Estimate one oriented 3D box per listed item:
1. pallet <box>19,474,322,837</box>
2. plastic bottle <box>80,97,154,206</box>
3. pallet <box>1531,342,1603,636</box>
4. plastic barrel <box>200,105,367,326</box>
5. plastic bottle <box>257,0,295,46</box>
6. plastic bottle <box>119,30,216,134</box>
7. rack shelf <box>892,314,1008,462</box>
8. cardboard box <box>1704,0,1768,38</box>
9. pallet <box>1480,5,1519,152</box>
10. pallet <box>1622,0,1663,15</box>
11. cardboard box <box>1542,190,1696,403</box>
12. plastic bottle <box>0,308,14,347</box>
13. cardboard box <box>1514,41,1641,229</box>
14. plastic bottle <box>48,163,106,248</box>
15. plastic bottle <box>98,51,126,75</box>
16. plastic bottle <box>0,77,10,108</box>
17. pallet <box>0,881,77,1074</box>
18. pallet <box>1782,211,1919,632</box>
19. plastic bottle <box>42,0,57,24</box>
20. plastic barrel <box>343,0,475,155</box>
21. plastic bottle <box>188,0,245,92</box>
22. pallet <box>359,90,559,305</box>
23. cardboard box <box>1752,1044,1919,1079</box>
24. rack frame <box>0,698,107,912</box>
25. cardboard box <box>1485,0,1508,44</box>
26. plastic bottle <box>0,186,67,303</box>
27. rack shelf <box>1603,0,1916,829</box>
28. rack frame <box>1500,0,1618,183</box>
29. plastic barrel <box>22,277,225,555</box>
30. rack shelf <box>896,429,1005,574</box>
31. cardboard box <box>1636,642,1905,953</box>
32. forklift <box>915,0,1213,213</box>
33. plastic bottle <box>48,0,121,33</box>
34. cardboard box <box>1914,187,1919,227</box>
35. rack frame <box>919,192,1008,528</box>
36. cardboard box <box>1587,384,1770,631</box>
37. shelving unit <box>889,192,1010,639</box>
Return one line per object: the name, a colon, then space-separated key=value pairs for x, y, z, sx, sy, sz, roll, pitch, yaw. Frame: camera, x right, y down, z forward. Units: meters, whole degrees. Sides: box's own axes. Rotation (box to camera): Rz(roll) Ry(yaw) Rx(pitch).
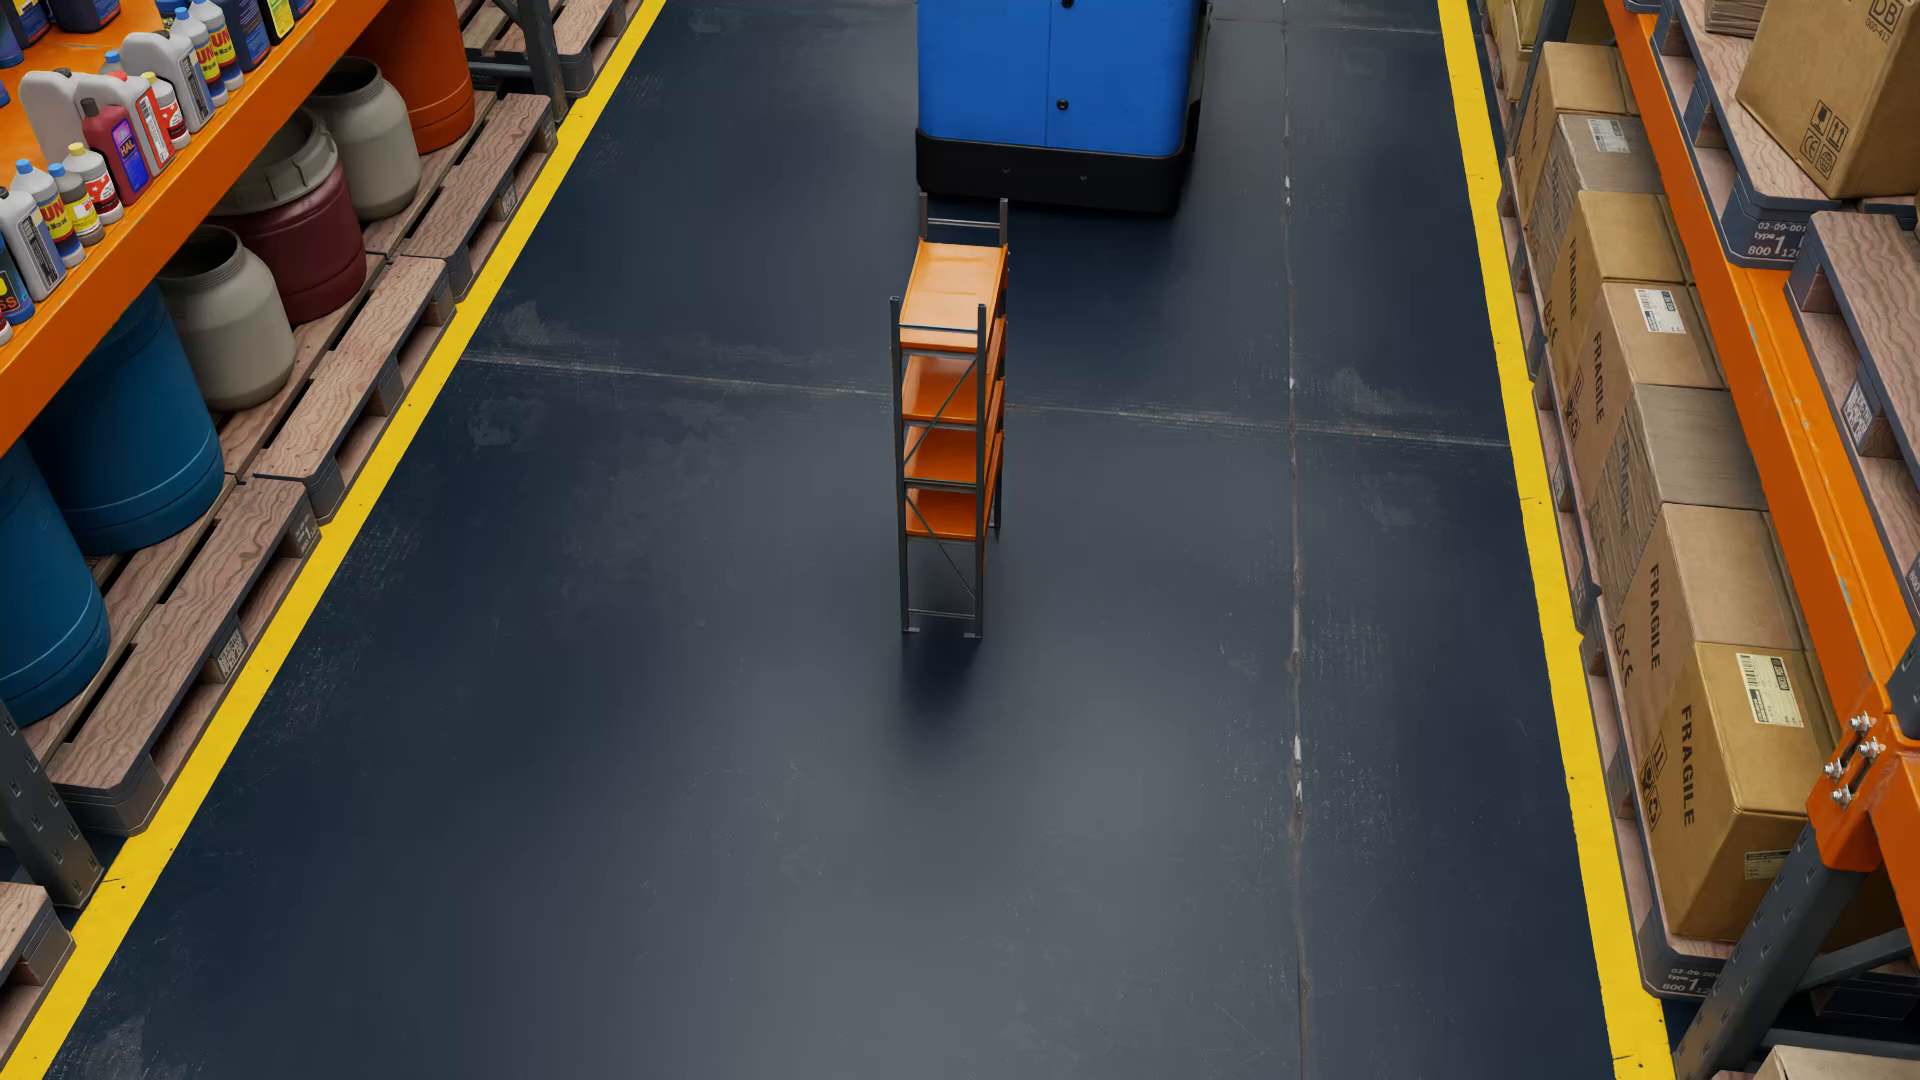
pallet: x=-2.587 y=0.262 z=4.819 sx=1.003 sy=0.211 sz=1.213 roll=5 pitch=44 yaw=6
plastic bottle: x=-2.141 y=-1.002 z=4.212 sx=0.061 sy=0.283 sz=0.133 roll=5 pitch=44 yaw=6
pallet: x=2.408 y=-0.154 z=5.260 sx=1.003 sy=0.211 sz=1.213 roll=5 pitch=44 yaw=6
plastic barrel: x=-2.398 y=-1.126 z=5.706 sx=0.600 sy=0.588 sz=0.708 roll=5 pitch=44 yaw=6
plastic bottle: x=-2.025 y=-1.602 z=4.845 sx=0.061 sy=0.283 sz=0.133 roll=5 pitch=44 yaw=6
plastic bottle: x=-2.138 y=-1.253 z=4.482 sx=0.152 sy=0.276 sz=0.135 roll=5 pitch=44 yaw=6
rack shelf: x=-0.022 y=-0.436 z=4.611 sx=0.258 sy=0.148 sz=0.480 roll=5 pitch=44 yaw=6
cardboard box: x=2.426 y=-1.645 z=4.427 sx=0.700 sy=0.500 sz=0.500 roll=13 pitch=45 yaw=13
pallet: x=2.856 y=-2.046 z=7.258 sx=1.003 sy=0.211 sz=1.213 roll=5 pitch=44 yaw=6
pallet: x=2.688 y=-1.963 z=5.281 sx=1.213 sy=0.211 sz=1.003 roll=5 pitch=44 yaw=6
cardboard box: x=2.230 y=-0.771 z=5.380 sx=0.500 sy=0.500 sz=0.500 roll=5 pitch=44 yaw=5
plastic bottle: x=-2.244 y=-0.538 z=3.781 sx=0.097 sy=0.201 sz=0.097 roll=0 pitch=43 yaw=0
cardboard box: x=2.365 y=-1.469 z=6.118 sx=0.500 sy=0.500 sz=0.500 roll=7 pitch=44 yaw=7
plastic bottle: x=-2.187 y=-0.829 z=4.088 sx=0.097 sy=0.201 sz=0.097 roll=0 pitch=43 yaw=0
plastic bottle: x=-2.264 y=-1.225 z=4.506 sx=0.097 sy=0.201 sz=0.097 roll=0 pitch=43 yaw=0
plastic bottle: x=-2.709 y=-1.323 z=4.559 sx=0.097 sy=0.271 sz=0.097 roll=0 pitch=43 yaw=0
pallet: x=-2.789 y=1.289 z=3.735 sx=1.003 sy=0.211 sz=1.213 roll=5 pitch=44 yaw=6
pallet: x=2.393 y=-0.240 z=3.462 sx=1.003 sy=0.211 sz=1.213 roll=5 pitch=44 yaw=6
plastic bottle: x=-2.762 y=-1.698 z=4.952 sx=0.152 sy=0.276 sz=0.135 roll=5 pitch=44 yaw=6
plastic barrel: x=-2.249 y=-1.984 z=6.436 sx=0.600 sy=0.830 sz=0.708 roll=5 pitch=44 yaw=6
plastic bottle: x=-2.083 y=-1.394 z=4.634 sx=0.097 sy=0.271 sz=0.097 roll=0 pitch=43 yaw=0
pallet: x=-2.264 y=-1.401 z=6.576 sx=1.003 sy=0.211 sz=1.213 roll=5 pitch=44 yaw=6
cardboard box: x=1.909 y=1.308 z=3.323 sx=0.500 sy=0.311 sz=0.500 roll=5 pitch=44 yaw=6
rack frame: x=-2.730 y=-0.228 z=3.309 sx=1.000 sy=3.000 sz=0.127 roll=5 pitch=44 yaw=6
cardboard box: x=2.601 y=-2.388 z=7.285 sx=0.500 sy=0.250 sz=0.500 roll=5 pitch=44 yaw=5
plastic bottle: x=-2.243 y=-0.713 z=3.912 sx=0.152 sy=0.276 sz=0.135 roll=5 pitch=44 yaw=6
rack shelf: x=2.444 y=-0.877 z=4.518 sx=1.077 sy=0.370 sz=4.000 roll=5 pitch=44 yaw=6
rack frame: x=2.708 y=-2.501 z=5.710 sx=1.000 sy=3.000 sz=0.127 roll=5 pitch=44 yaw=6
plastic barrel: x=-2.548 y=-0.470 z=4.786 sx=0.600 sy=0.901 sz=0.708 roll=5 pitch=44 yaw=6
rack shelf: x=-0.022 y=-0.130 z=4.901 sx=0.258 sy=0.148 sz=0.480 roll=5 pitch=44 yaw=6
cardboard box: x=1.961 y=0.610 z=3.922 sx=0.500 sy=0.500 sz=0.500 roll=5 pitch=44 yaw=5
forklift: x=0.580 y=-3.366 z=6.673 sx=1.130 sy=2.935 sz=3.031 roll=7 pitch=44 yaw=7
plastic bottle: x=-2.619 y=-1.695 z=4.894 sx=0.144 sy=0.351 sz=0.185 roll=5 pitch=44 yaw=6
cardboard box: x=2.492 y=-0.741 z=3.473 sx=0.700 sy=0.500 sz=0.500 roll=12 pitch=45 yaw=12
rack frame: x=0.010 y=-0.489 z=4.894 sx=0.240 sy=1.200 sz=0.015 roll=5 pitch=44 yaw=6
cardboard box: x=2.101 y=-0.068 z=4.638 sx=0.500 sy=0.500 sz=0.500 roll=6 pitch=44 yaw=6
shelving unit: x=-0.022 y=-0.323 z=4.718 sx=0.258 sy=1.200 sz=0.503 roll=5 pitch=44 yaw=6
